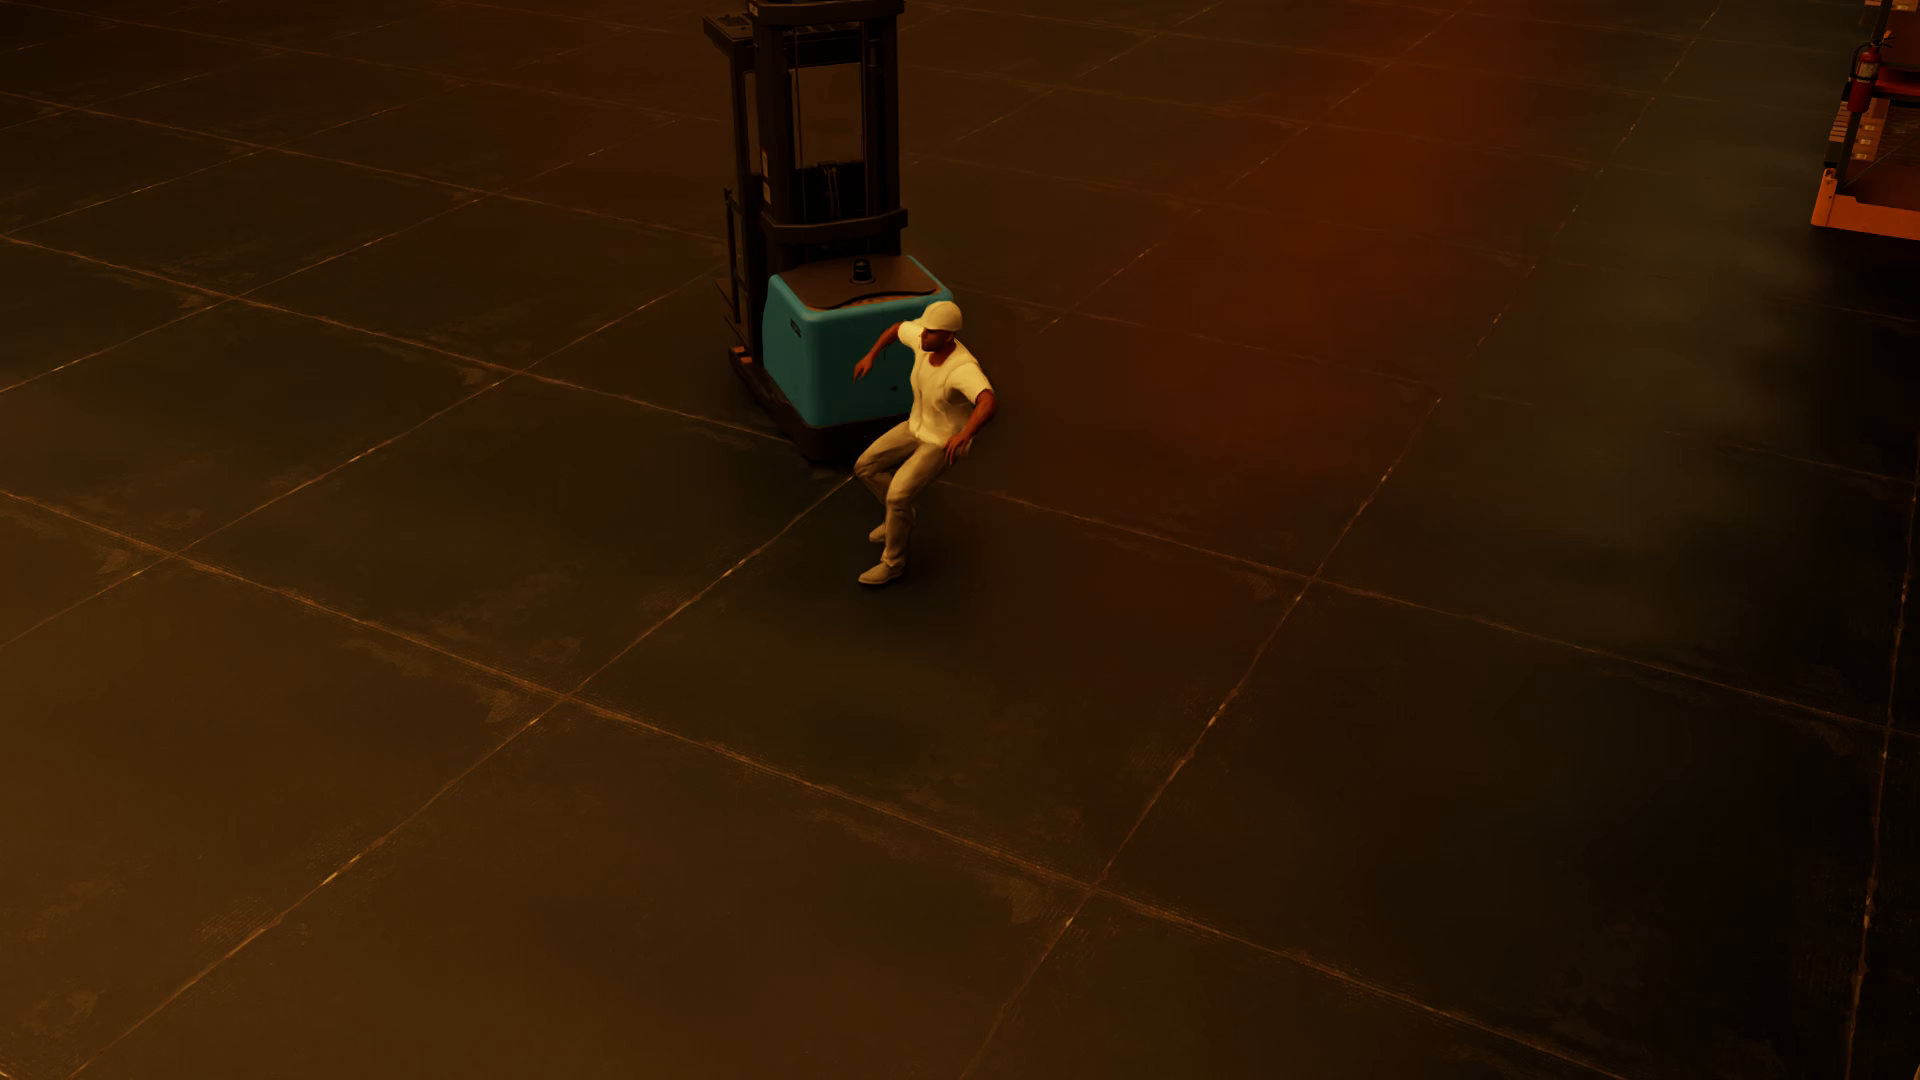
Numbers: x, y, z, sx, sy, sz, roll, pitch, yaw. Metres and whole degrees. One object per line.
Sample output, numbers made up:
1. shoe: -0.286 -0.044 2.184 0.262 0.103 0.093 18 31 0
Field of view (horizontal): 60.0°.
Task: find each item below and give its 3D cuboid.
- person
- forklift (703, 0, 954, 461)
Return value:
1. person: -0.298 -0.567 9.422 0.851 1.576 1.242 -19 35 -30
2. forklift: -1.048 -2.499 11.401 1.130 2.935 3.031 -12 32 -19
